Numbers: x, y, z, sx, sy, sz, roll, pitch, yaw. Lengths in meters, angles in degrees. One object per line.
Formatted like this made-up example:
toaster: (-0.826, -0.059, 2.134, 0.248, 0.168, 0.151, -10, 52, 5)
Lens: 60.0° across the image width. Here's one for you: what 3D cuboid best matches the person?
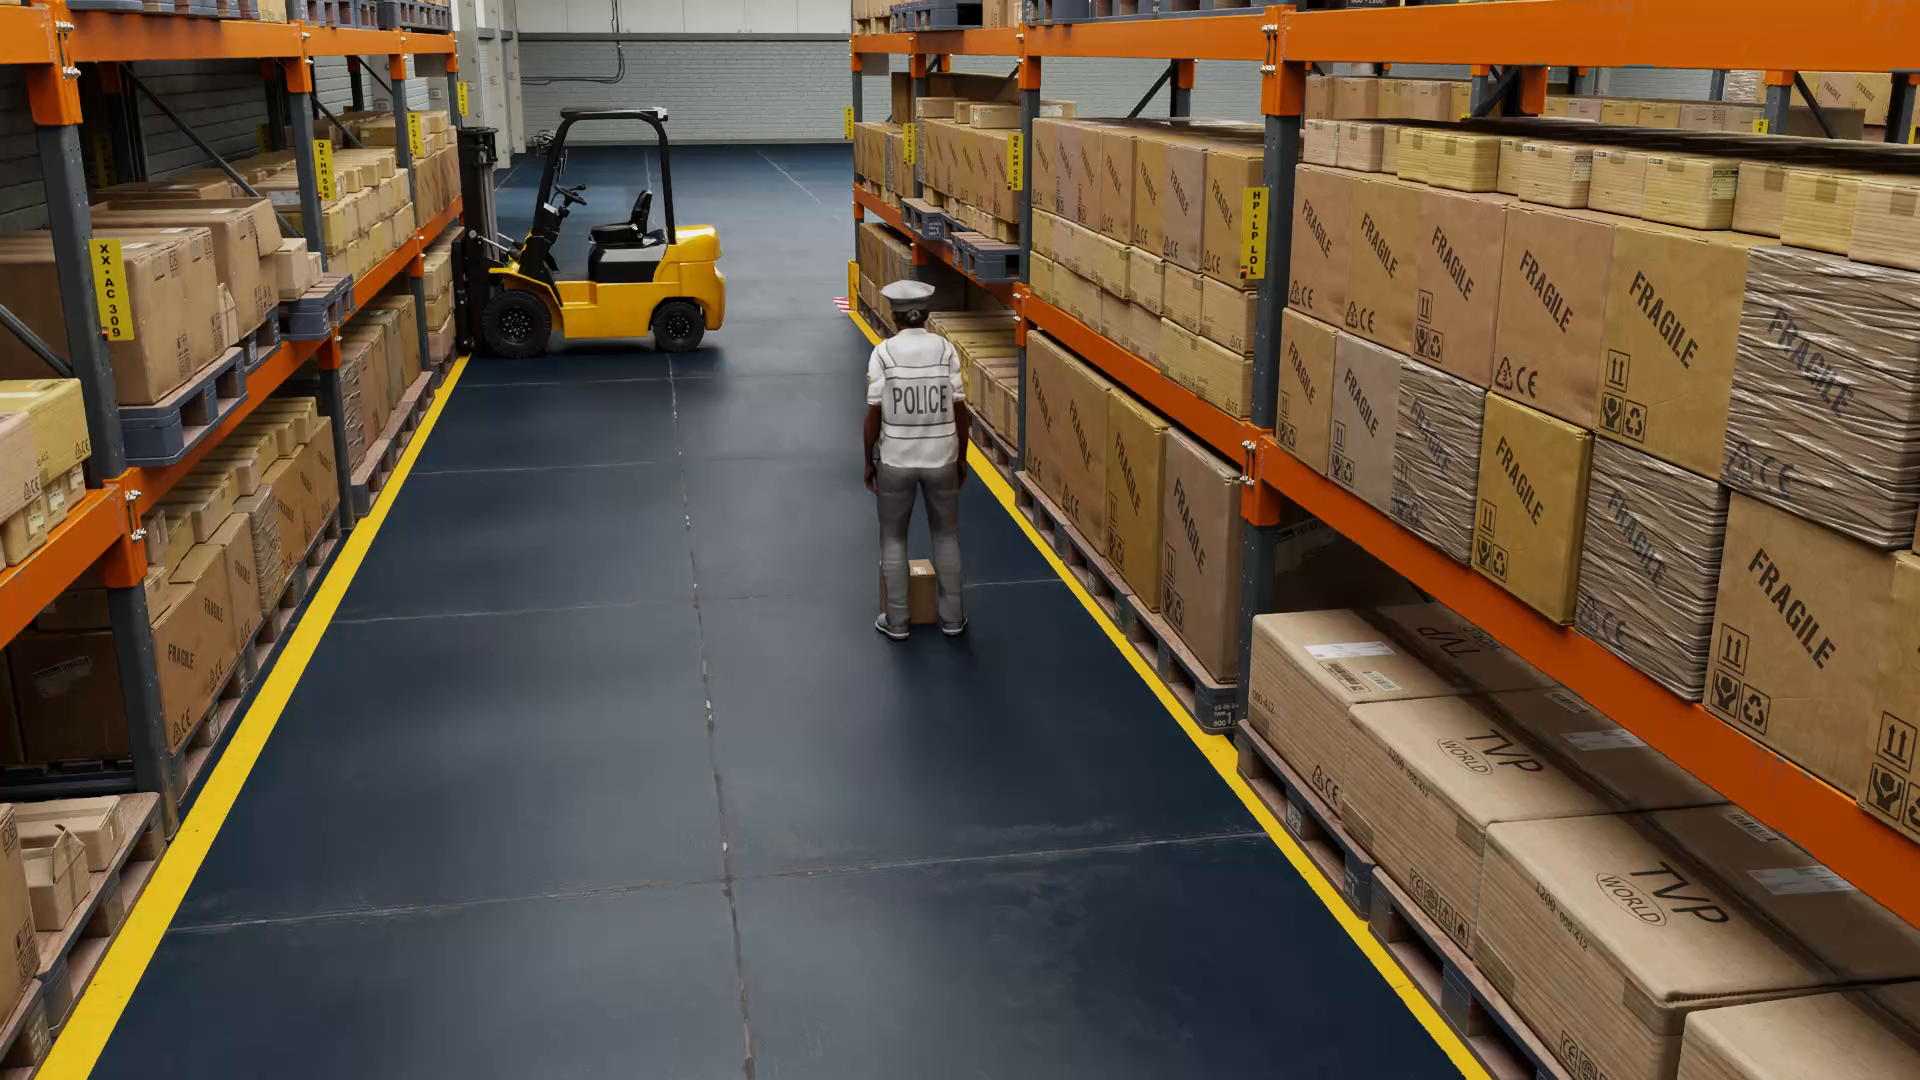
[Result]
person: (-0.198, -0.355, 7.739, 0.505, 1.659, 0.393, -3, 17, -10)
